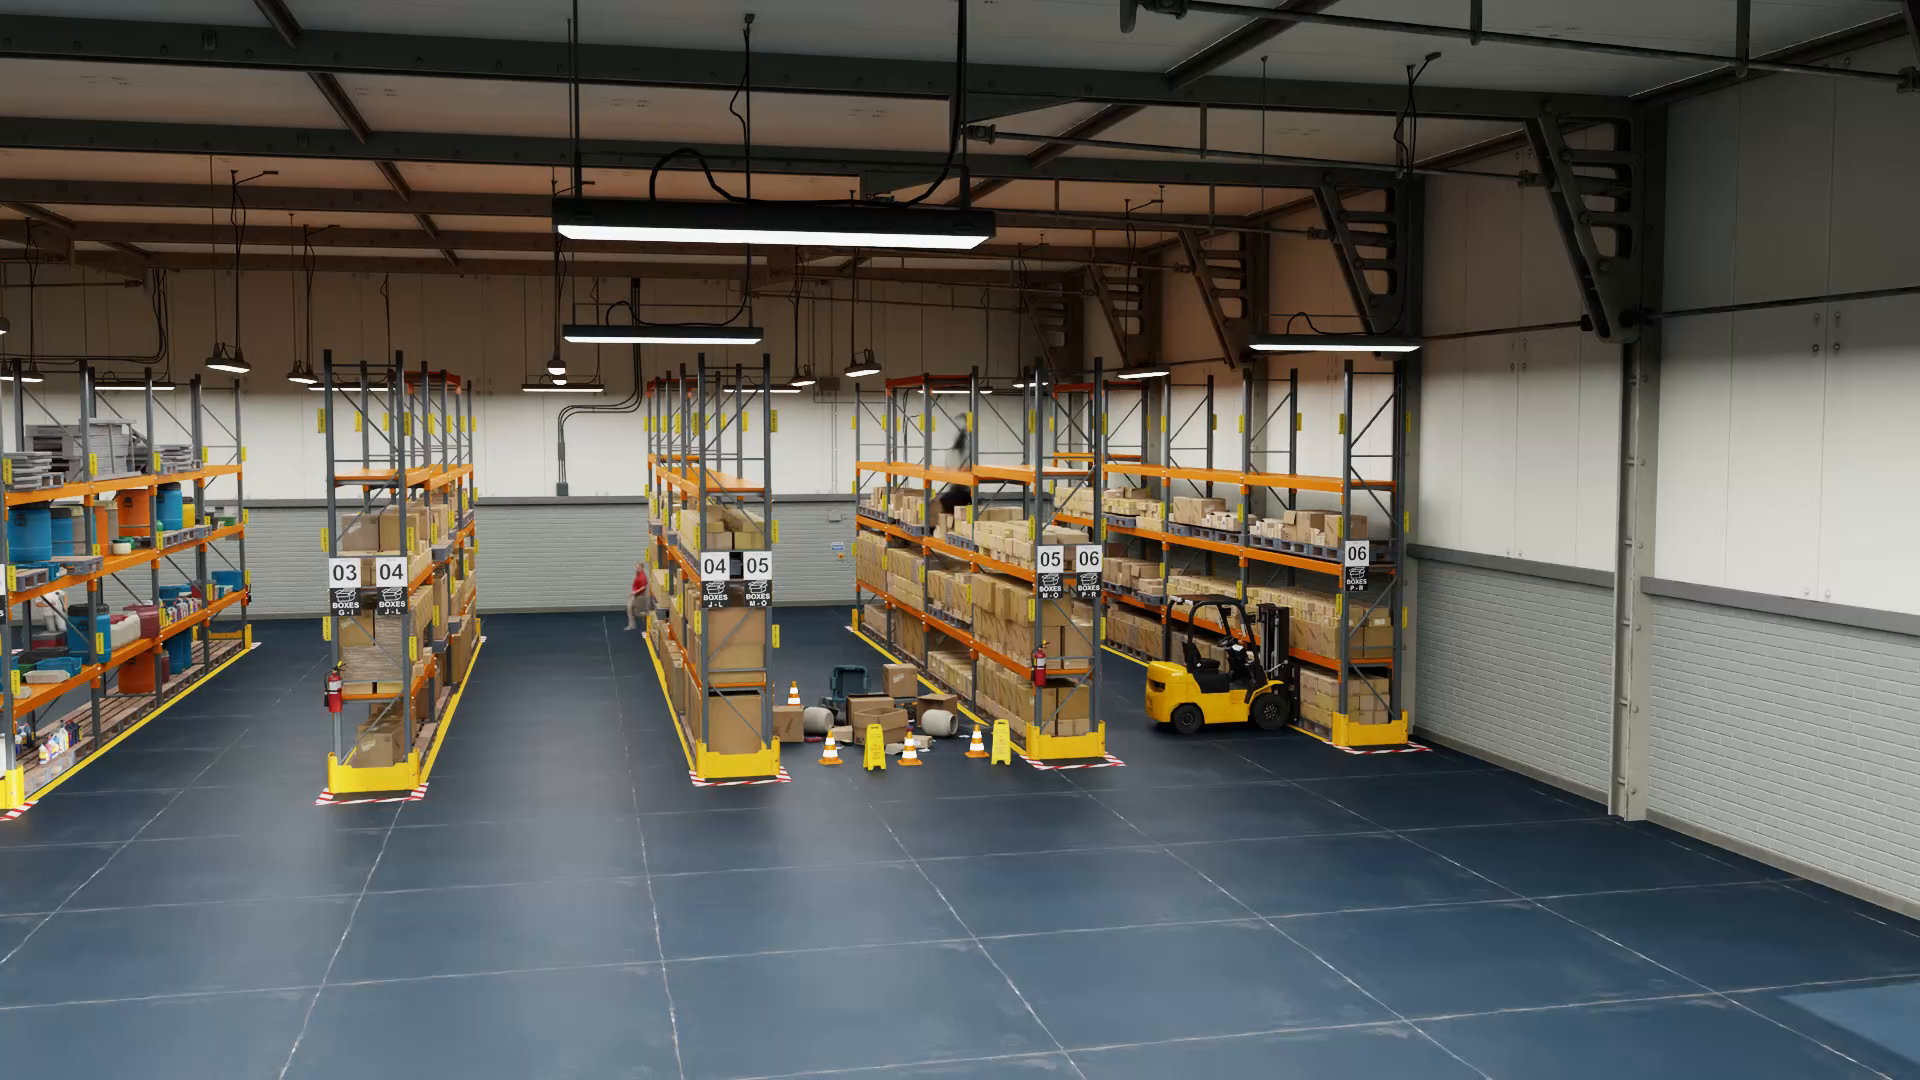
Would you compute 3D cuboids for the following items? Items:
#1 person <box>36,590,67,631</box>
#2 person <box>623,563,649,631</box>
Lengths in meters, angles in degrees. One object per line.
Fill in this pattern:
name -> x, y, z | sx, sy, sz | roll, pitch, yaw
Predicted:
person -> -19.882, 1.672, 36.436 | 0.639, 1.724, 0.686 | -2, 5, -29
person -> -7.707, 1.381, 40.162 | 0.820, 1.657, 0.712 | -1, 4, -21
